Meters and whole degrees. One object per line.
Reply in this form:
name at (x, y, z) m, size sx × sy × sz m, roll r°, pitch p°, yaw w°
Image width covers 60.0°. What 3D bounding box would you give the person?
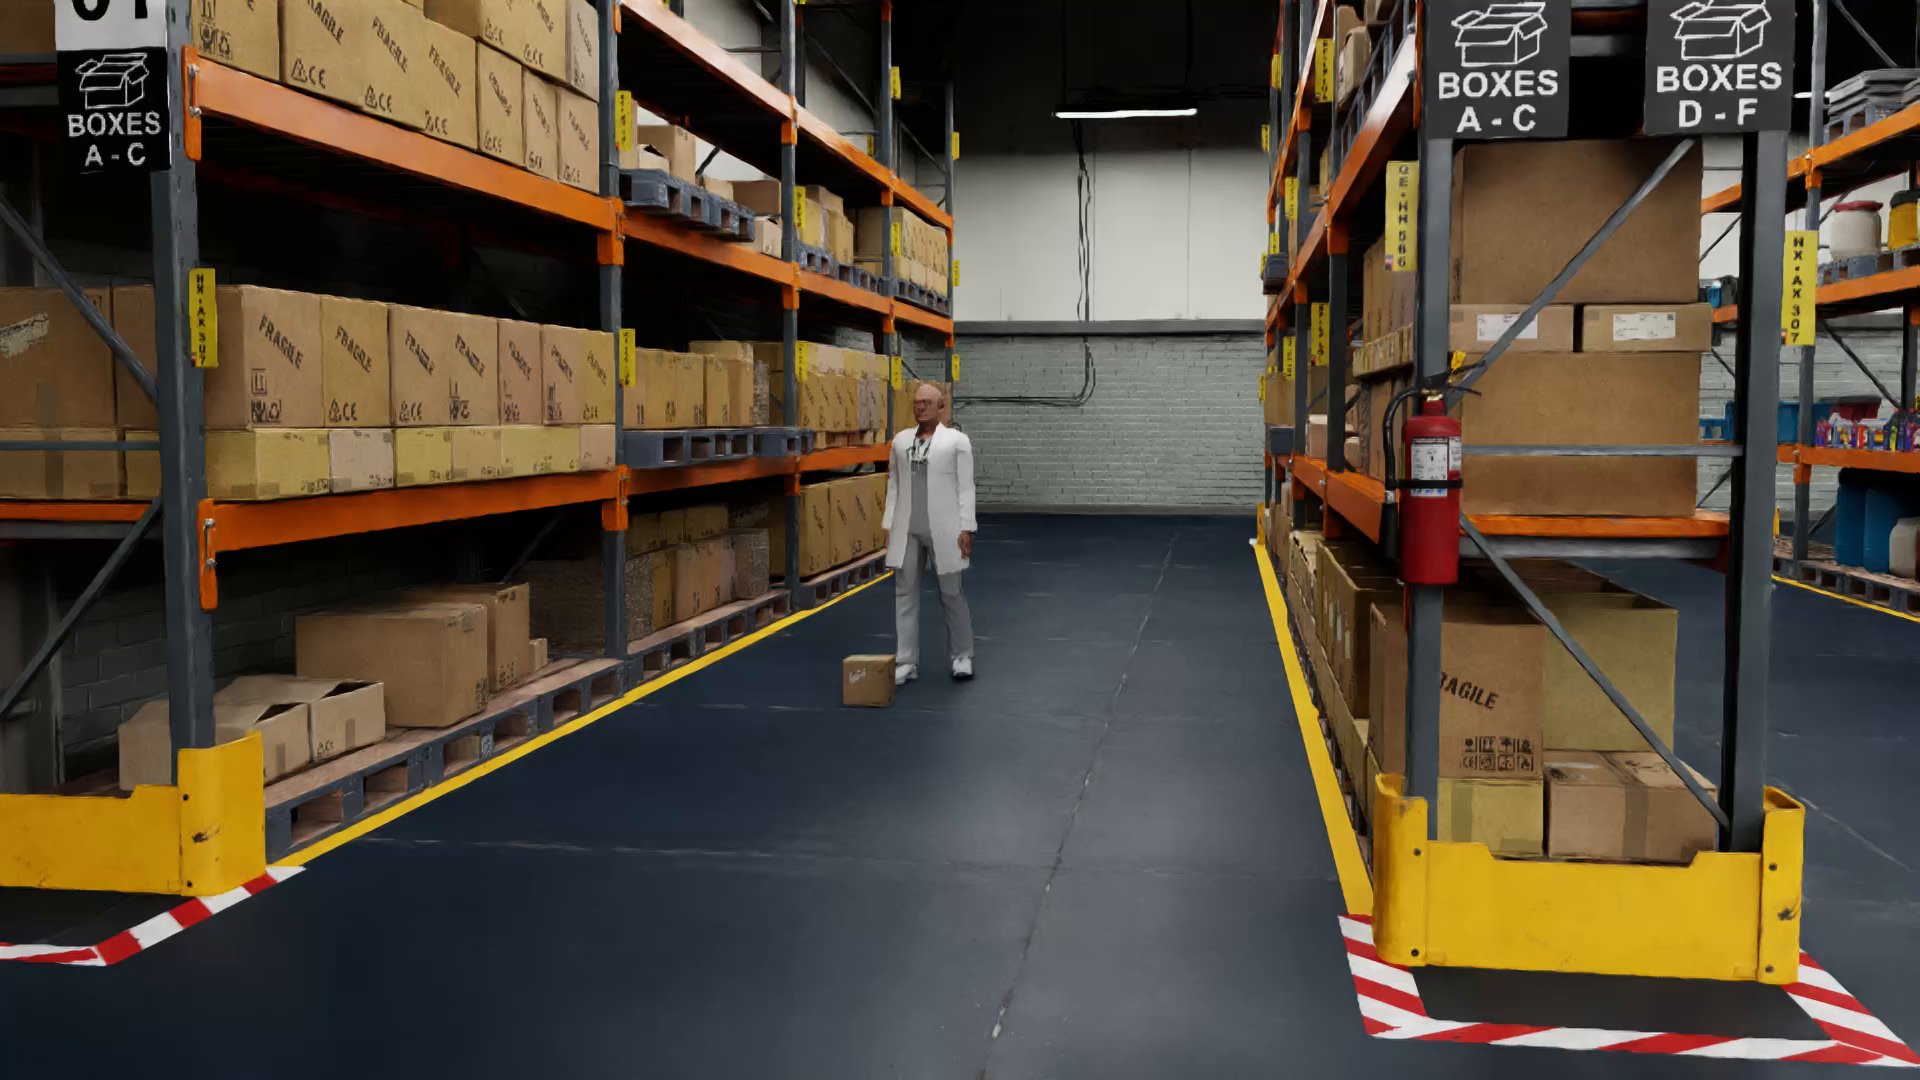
person at (-0.197, -0.044, 10.060) m, size 0.606 × 1.782 × 0.694 m, roll 1°, pitch 5°, yaw 17°
